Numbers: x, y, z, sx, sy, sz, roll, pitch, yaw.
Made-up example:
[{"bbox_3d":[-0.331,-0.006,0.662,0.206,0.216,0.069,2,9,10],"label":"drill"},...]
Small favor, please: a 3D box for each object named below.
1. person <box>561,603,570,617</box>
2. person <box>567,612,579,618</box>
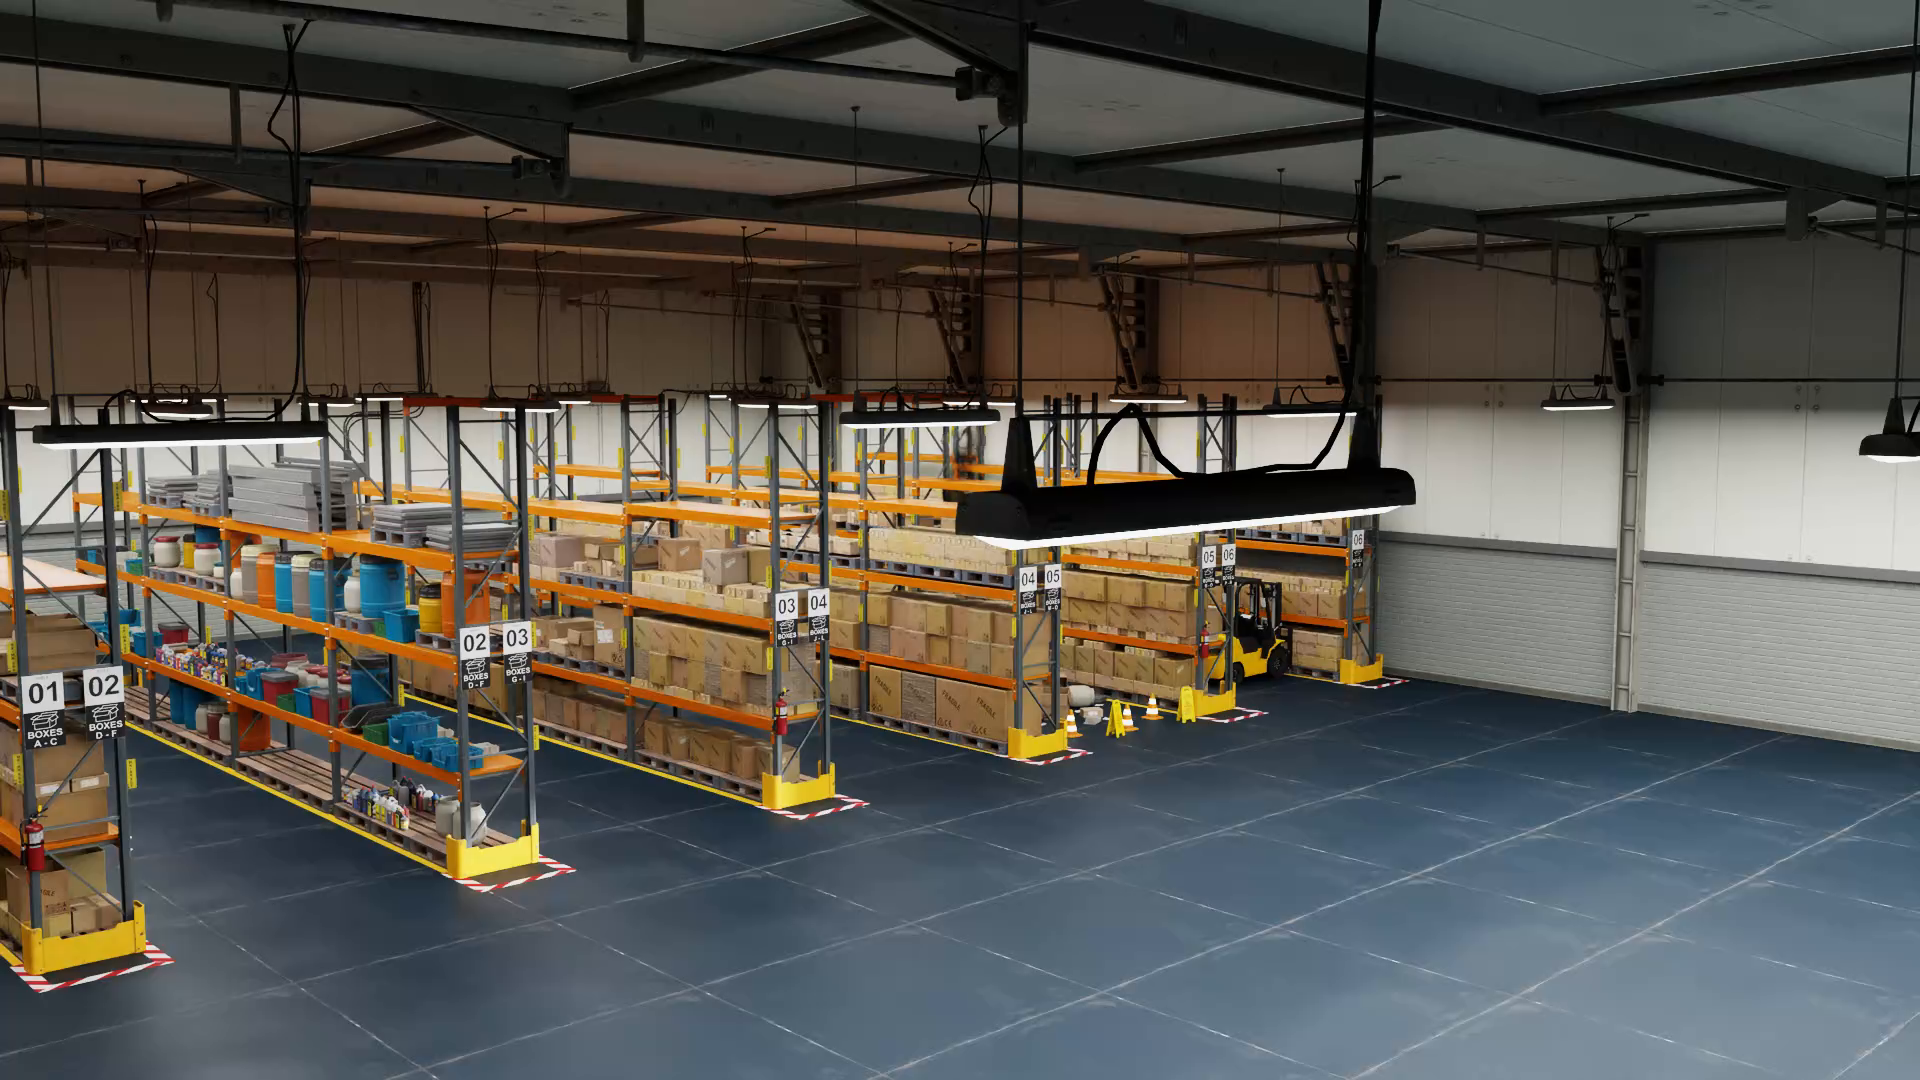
[{"bbox_3d":[-9.647,1.536,40.943,0.546,1.722,0.704,-1,6,-8],"label":"person"},{"bbox_3d":[-9.758,1.478,41.734,0.583,1.644,0.795,3,6,29],"label":"person"}]
